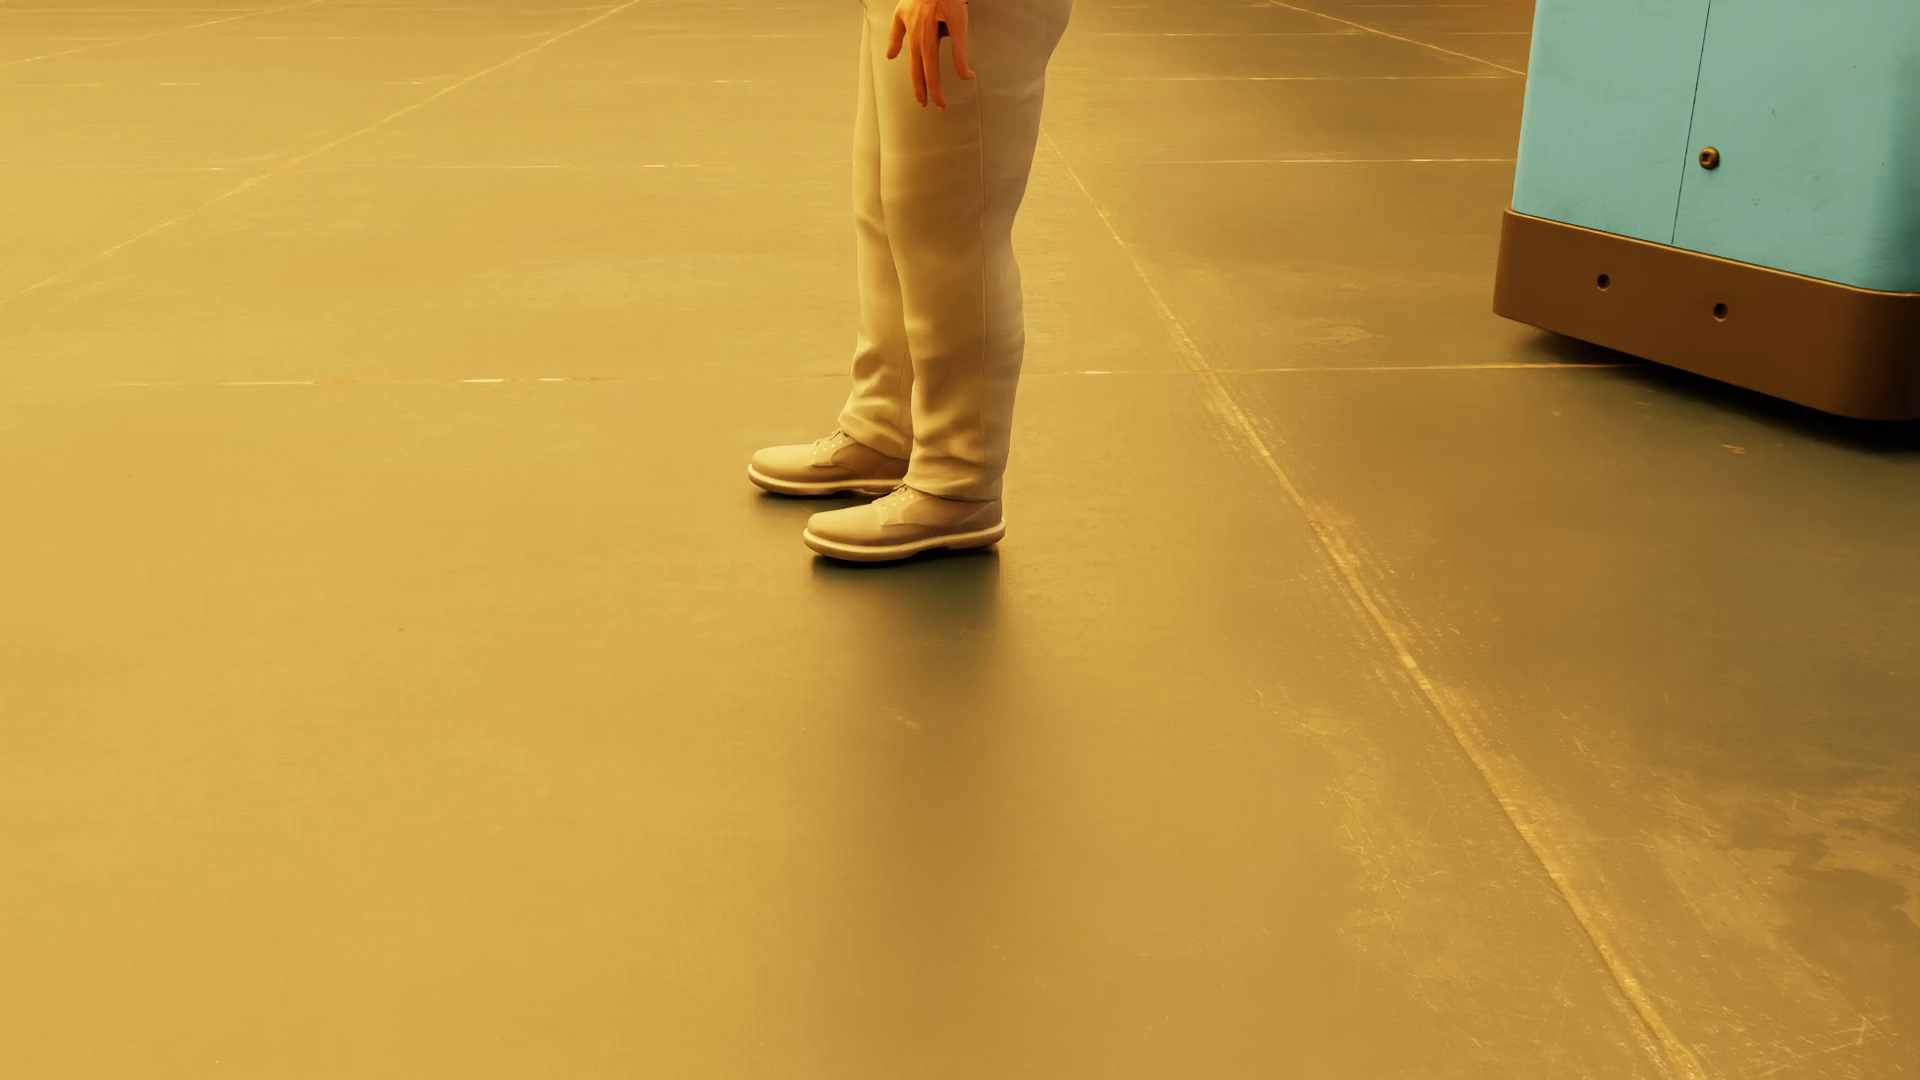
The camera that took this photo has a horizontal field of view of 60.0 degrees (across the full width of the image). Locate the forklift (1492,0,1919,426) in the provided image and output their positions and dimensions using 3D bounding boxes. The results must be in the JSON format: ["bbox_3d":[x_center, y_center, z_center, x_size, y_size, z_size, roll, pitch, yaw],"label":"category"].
[{"bbox_3d":[2.799,-1.927,3.635,3.031,2.935,1.130,-11,24,-25],"label":"forklift"}]

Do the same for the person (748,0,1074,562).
[{"bbox_3d":[-0.079,-0.840,2.415,0.574,1.781,0.641,-1,21,-3],"label":"person"}]
